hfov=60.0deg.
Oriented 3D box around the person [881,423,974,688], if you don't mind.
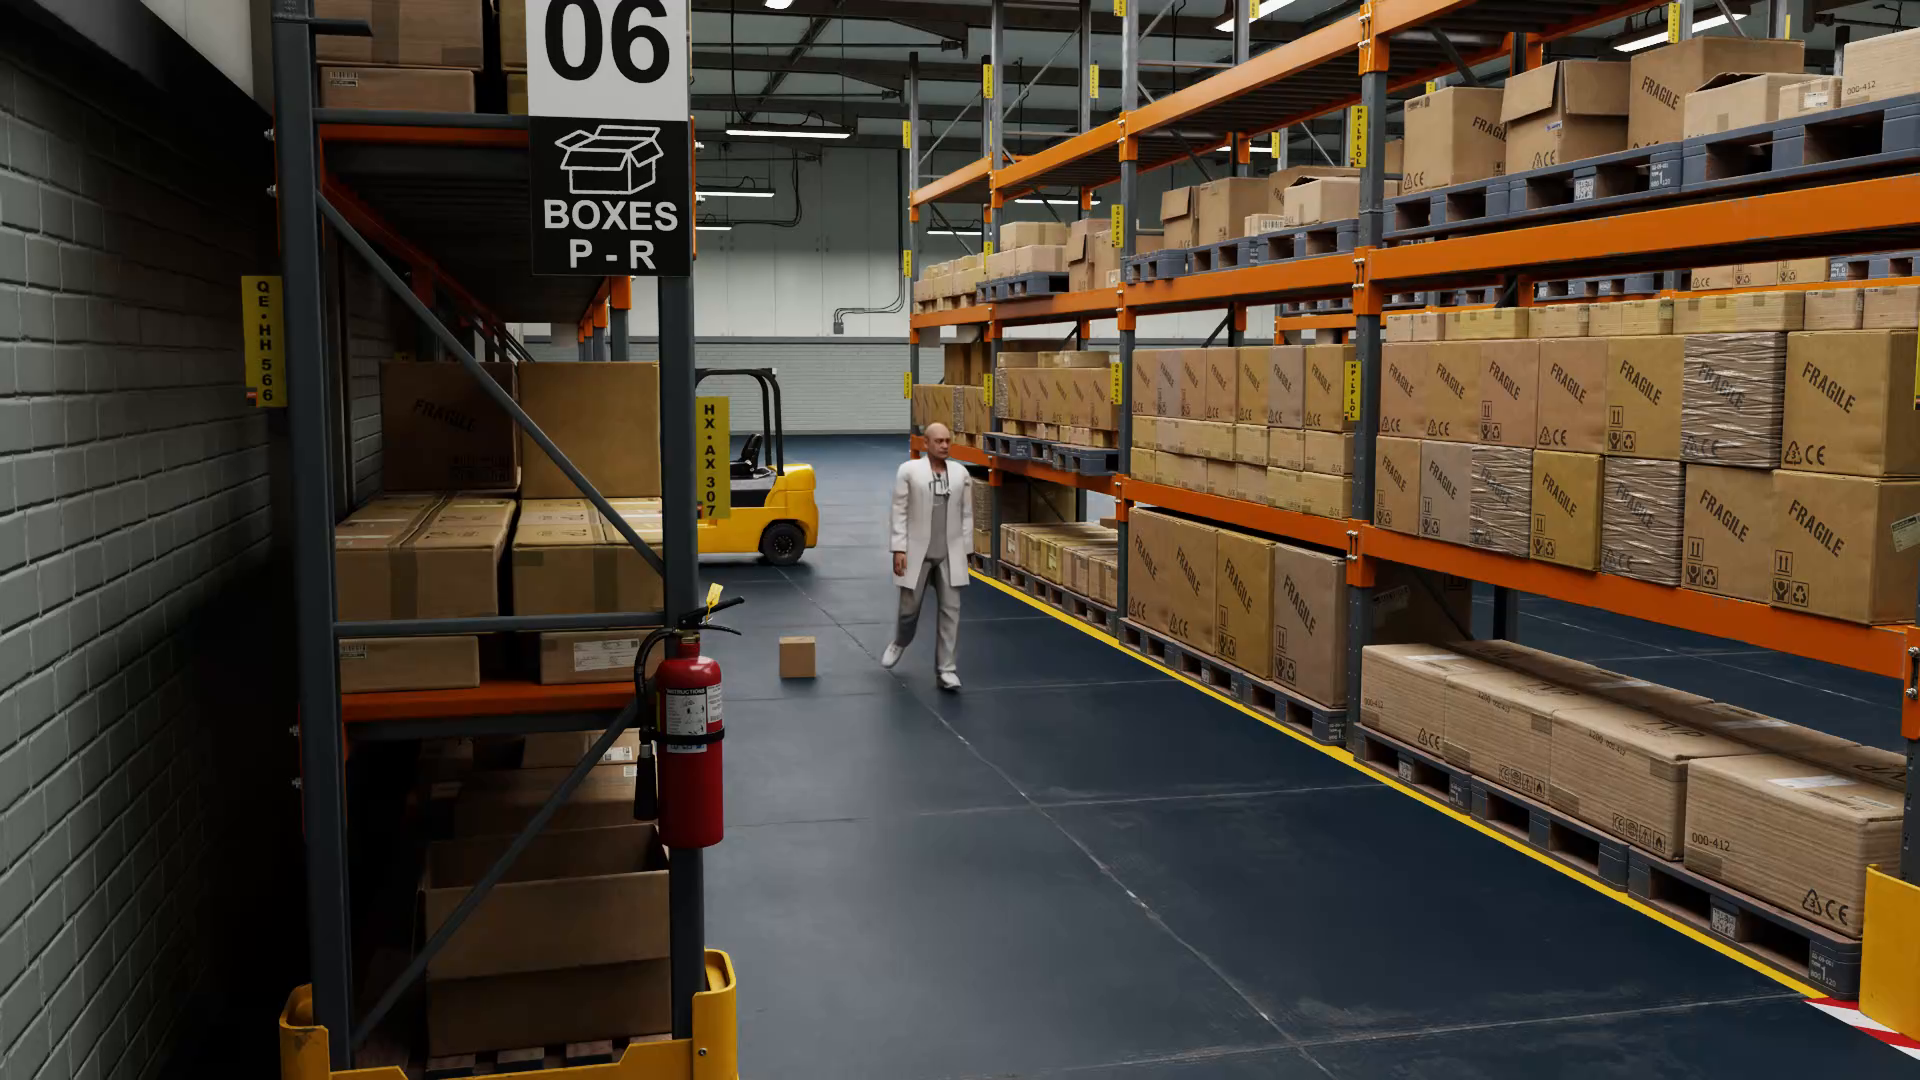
[{"bbox_3d":[-0.210,0.139,11.303,0.602,1.669,0.774,-2,6,-16],"label":"person"}]
